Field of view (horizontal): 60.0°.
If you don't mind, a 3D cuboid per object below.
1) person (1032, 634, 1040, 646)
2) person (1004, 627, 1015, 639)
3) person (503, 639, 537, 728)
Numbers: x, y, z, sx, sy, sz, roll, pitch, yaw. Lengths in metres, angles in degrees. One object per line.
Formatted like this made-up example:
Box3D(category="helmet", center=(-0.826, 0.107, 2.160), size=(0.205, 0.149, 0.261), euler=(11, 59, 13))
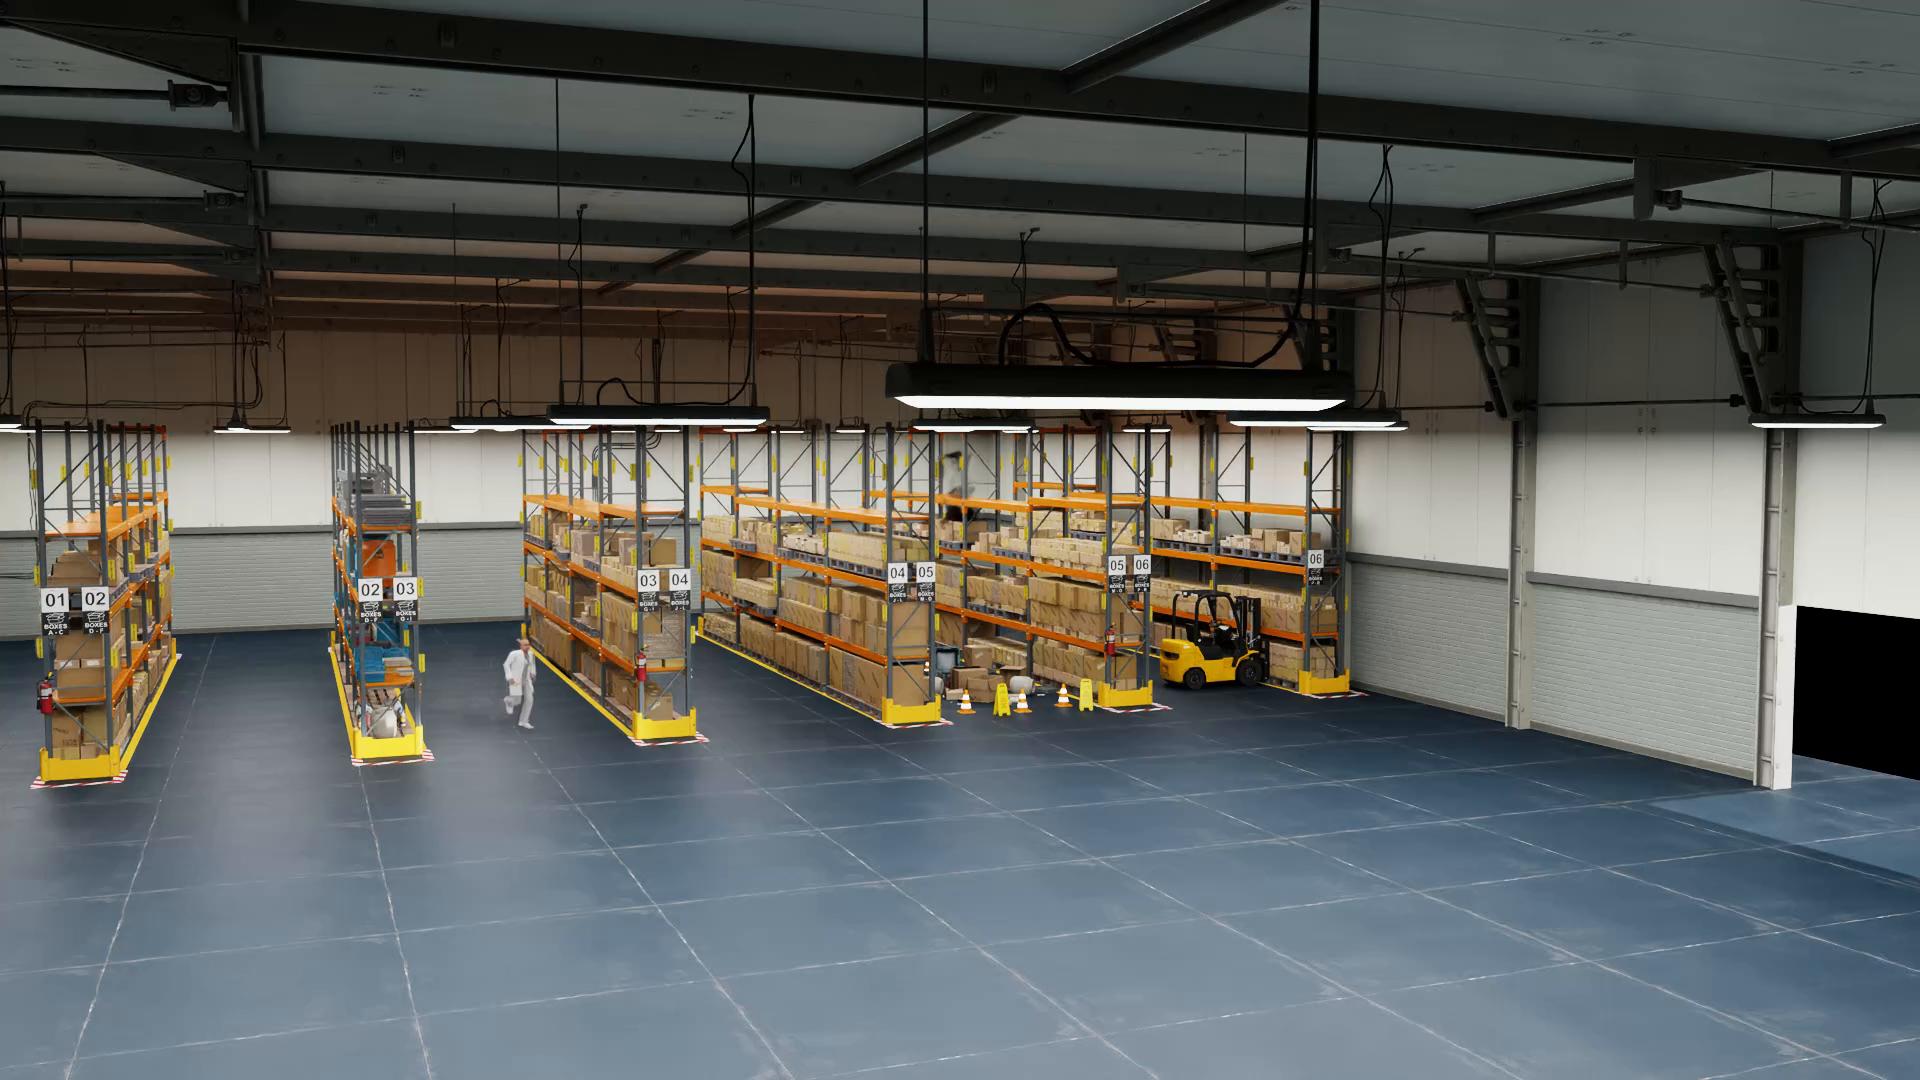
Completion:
Box3D(category="person", center=(1.999, 2.172, 43.631), size=(0.671, 1.721, 0.798), euler=(-2, 4, -28))
Box3D(category="person", center=(1.336, 1.931, 47.114), size=(0.688, 1.702, 0.729), euler=(-2, 4, -35))
Box3D(category="person", center=(-8.714, 2.825, 32.895), size=(0.725, 1.765, 0.922), euler=(-4, 5, -44))
